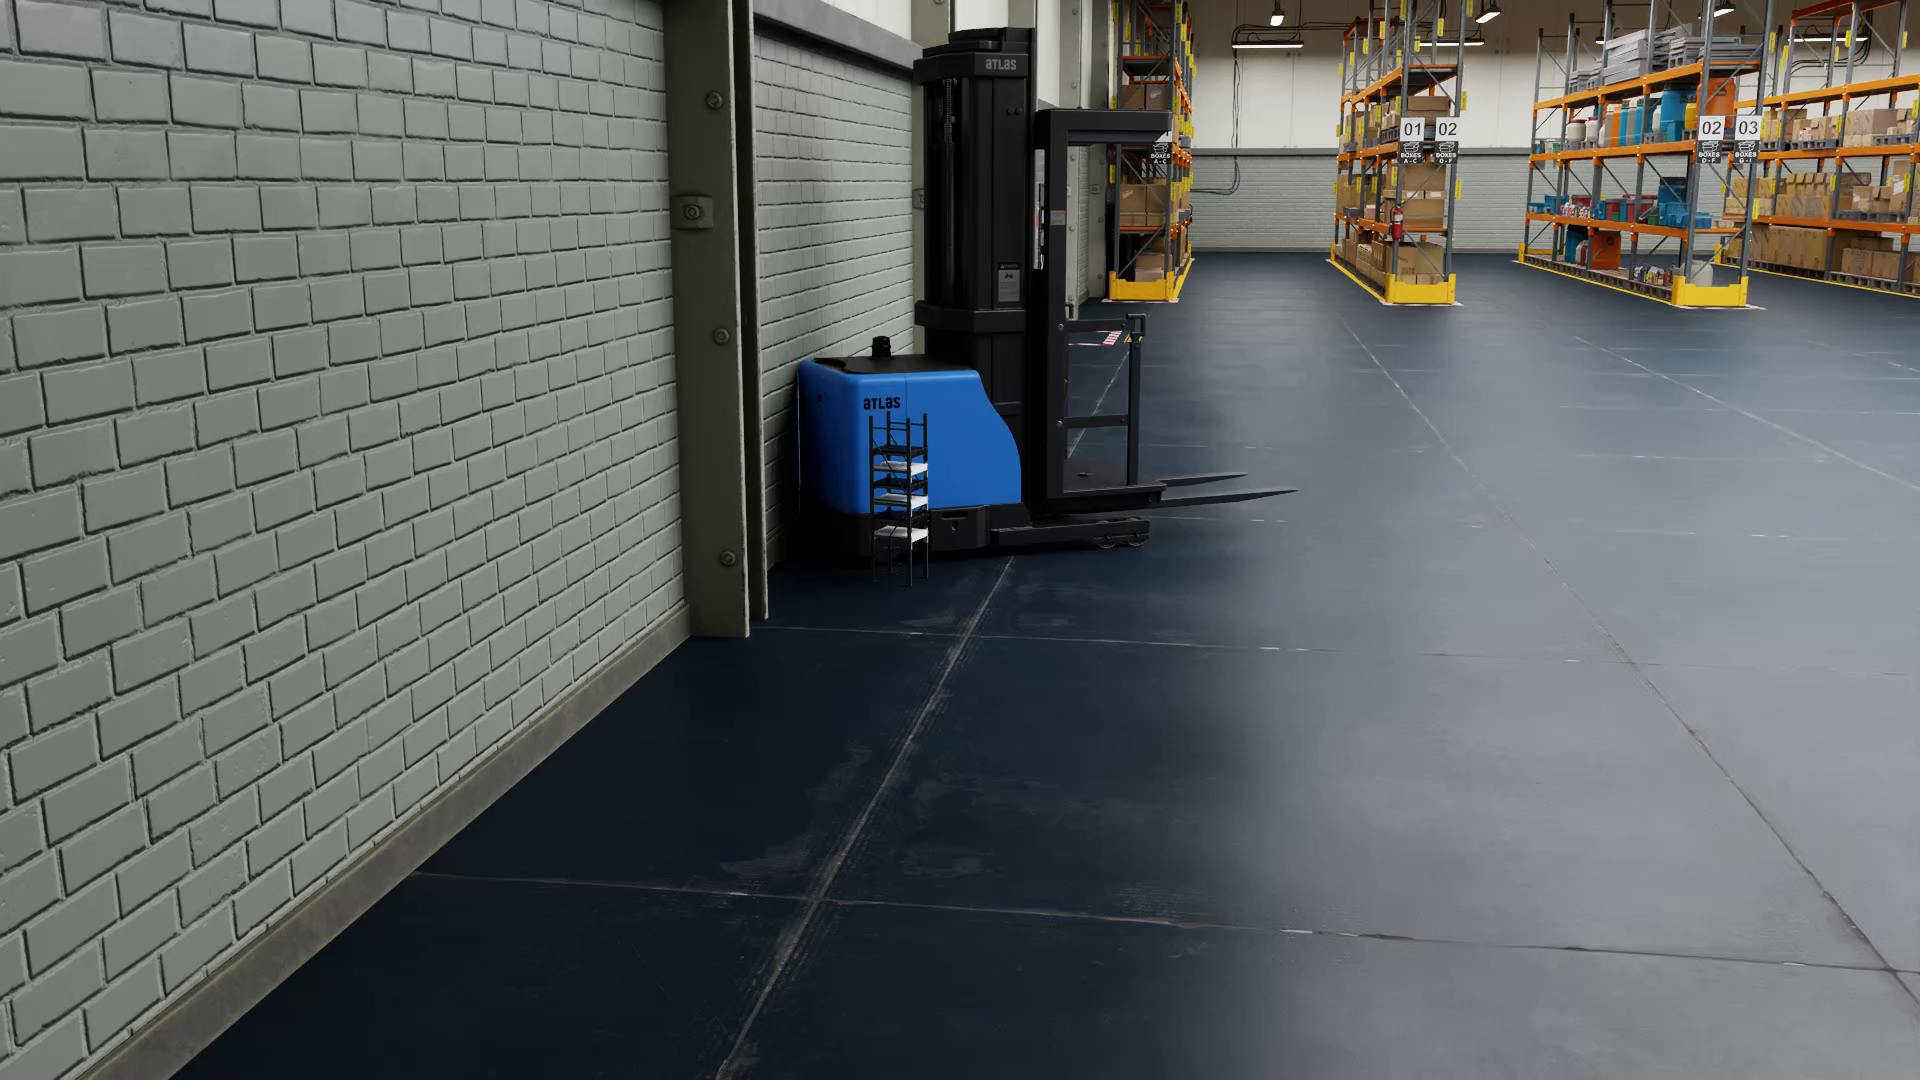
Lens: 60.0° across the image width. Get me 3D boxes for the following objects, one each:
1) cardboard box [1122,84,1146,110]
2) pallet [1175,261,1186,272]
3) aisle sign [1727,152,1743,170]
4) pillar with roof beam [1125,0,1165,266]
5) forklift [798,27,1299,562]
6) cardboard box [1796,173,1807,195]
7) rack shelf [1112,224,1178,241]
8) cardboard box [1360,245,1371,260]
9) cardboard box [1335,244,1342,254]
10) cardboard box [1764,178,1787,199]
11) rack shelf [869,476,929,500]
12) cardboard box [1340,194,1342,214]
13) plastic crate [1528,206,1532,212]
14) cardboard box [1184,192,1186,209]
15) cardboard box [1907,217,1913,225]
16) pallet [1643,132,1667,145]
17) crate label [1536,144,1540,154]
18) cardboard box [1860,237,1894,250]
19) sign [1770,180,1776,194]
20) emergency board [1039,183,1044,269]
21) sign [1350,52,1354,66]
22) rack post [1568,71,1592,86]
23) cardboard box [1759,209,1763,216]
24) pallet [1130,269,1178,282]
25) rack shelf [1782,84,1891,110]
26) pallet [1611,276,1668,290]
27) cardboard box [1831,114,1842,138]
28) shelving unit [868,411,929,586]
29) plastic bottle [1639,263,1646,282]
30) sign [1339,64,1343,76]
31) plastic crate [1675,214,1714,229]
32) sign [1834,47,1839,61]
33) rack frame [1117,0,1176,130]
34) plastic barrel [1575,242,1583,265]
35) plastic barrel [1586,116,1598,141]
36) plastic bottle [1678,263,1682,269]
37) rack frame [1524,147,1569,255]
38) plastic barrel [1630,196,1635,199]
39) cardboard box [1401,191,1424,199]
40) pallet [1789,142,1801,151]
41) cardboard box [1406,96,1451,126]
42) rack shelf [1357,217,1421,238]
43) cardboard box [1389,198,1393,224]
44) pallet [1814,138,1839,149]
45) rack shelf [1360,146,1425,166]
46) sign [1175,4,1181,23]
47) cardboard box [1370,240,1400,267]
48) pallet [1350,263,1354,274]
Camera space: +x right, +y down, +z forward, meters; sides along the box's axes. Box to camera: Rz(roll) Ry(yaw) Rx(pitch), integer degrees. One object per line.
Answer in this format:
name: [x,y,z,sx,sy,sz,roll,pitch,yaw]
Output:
cardboard box: [3.115,-7.985,30.149,0.500,0.500,0.500,2,12,11]
pallet: [4.923,-6.591,40.073,1.003,0.211,1.213,2,12,9]
aisle sign: [20.166,-10.018,43.188,0.394,0.787,0.004,2,12,9]
pillar with roof beam: [8.659,-11.338,41.245,9.100,9.000,0.548,2,12,9]
forklift: [0.588,-1.481,9.906,3.031,2.935,1.130,-5,13,-21]
cardboard box: [19.629,-8.153,38.088,0.797,0.503,0.637,2,12,9]
rack shelf: [3.615,-5.938,32.135,1.077,0.370,4.000,2,12,9]
cardboard box: [8.909,-6.199,35.837,0.500,0.311,0.500,2,12,7]
cardboard box: [10.222,-7.707,44.119,0.500,0.250,0.500,2,12,9]
cardboard box: [19.642,-8.433,39.874,0.500,0.500,0.500,2,12,10]
rack shelf: [-0.327,-0.279,8.883,0.258,0.077,0.200,5,13,24]
cardboard box: [10.102,-8.693,42.975,0.500,0.500,0.500,2,12,9]
plastic crate: [15.062,-8.679,43.627,0.250,0.136,0.298,2,12,9]
cardboard box: [5.262,-8.365,40.696,0.500,0.500,0.500,2,12,9]
cardboard box: [18.275,-6.067,31.621,0.380,0.149,0.250,2,12,9]
pallet: [13.697,-7.606,31.494,1.213,0.211,1.003,2,12,9]
crate label: [15.096,-10.095,42.949,0.408,0.251,0.502,2,12,9]
cardboard box: [19.076,-6.166,34.593,0.500,0.250,0.500,3,13,15]
sign: [19.287,-8.370,39.466,0.100,0.325,0.005,2,12,9]
emergency board: [1.219,-4.285,22.756,0.194,1.169,0.643,2,12,9]
sign: [9.514,-11.661,40.338,0.100,0.325,0.005,2,12,9]
rack post: [14.781,-10.772,38.796,0.937,0.300,0.954,2,12,8]
cardboard box: [19.638,-7.948,40.351,0.380,0.149,0.250,2,12,8]
pallet: [4.226,-5.760,36.219,1.003,0.211,1.213,2,12,9]
rack shelf: [19.528,-9.859,37.038,1.077,0.370,4.000,2,12,9]
pallet: [13.794,-5.187,33.559,1.003,0.211,1.213,2,12,9]
cardboard box: [19.243,-8.909,35.849,0.797,0.503,0.637,3,12,12]
shelving unit: [-0.327,-0.224,8.895,0.258,0.900,0.210,5,13,24]
plastic bottle: [13.177,-5.151,32.017,0.144,0.351,0.185,2,12,10]
sign: [10.127,-12.490,44.184,0.100,0.325,0.005,2,12,9]
plastic crate: [12.877,-5.594,29.182,0.499,0.251,0.616,2,12,9]
sign: [20.374,-11.303,38.675,0.100,0.325,0.005,2,12,9]
rack frame: [3.307,-8.806,29.495,1.000,3.000,0.127,2,12,9]
plastic barrel: [14.557,-6.665,38.708,0.421,0.512,0.421,0,12,0]
plastic barrel: [14.450,-9.330,37.726,0.433,0.535,0.433,0,12,0]
plastic bottle: [13.897,-5.162,32.069,0.144,0.351,0.185,2,12,7]
rack frame: [15.557,-8.883,44.092,1.000,3.000,0.127,2,12,9]
plastic barrel: [14.379,-7.051,35.327,0.421,0.512,0.421,0,12,0]
cardboard box: [8.073,-6.165,29.705,0.380,0.149,0.250,2,12,8]
pallet: [19.743,-9.070,38.295,0.805,0.209,1.217,1,12,6]
cardboard box: [8.295,-7.624,29.554,0.797,0.503,0.637,3,12,13]
rack shelf: [9.125,-6.611,35.257,1.077,0.370,4.000,2,12,9]
cardboard box: [8.600,-6.288,31.815,0.700,0.500,0.500,2,12,9]
pallet: [19.267,-8.567,35.954,1.213,0.211,1.003,2,12,11]
rack shelf: [9.125,-8.077,34.941,1.077,0.370,4.000,2,12,9]
sign: [3.843,-9.284,29.307,0.100,0.325,0.005,2,12,9]
cardboard box: [8.437,-5.688,33.015,0.500,0.500,0.500,2,12,9]
pallet: [9.775,-6.423,39.298,1.003,0.211,1.213,2,12,9]
